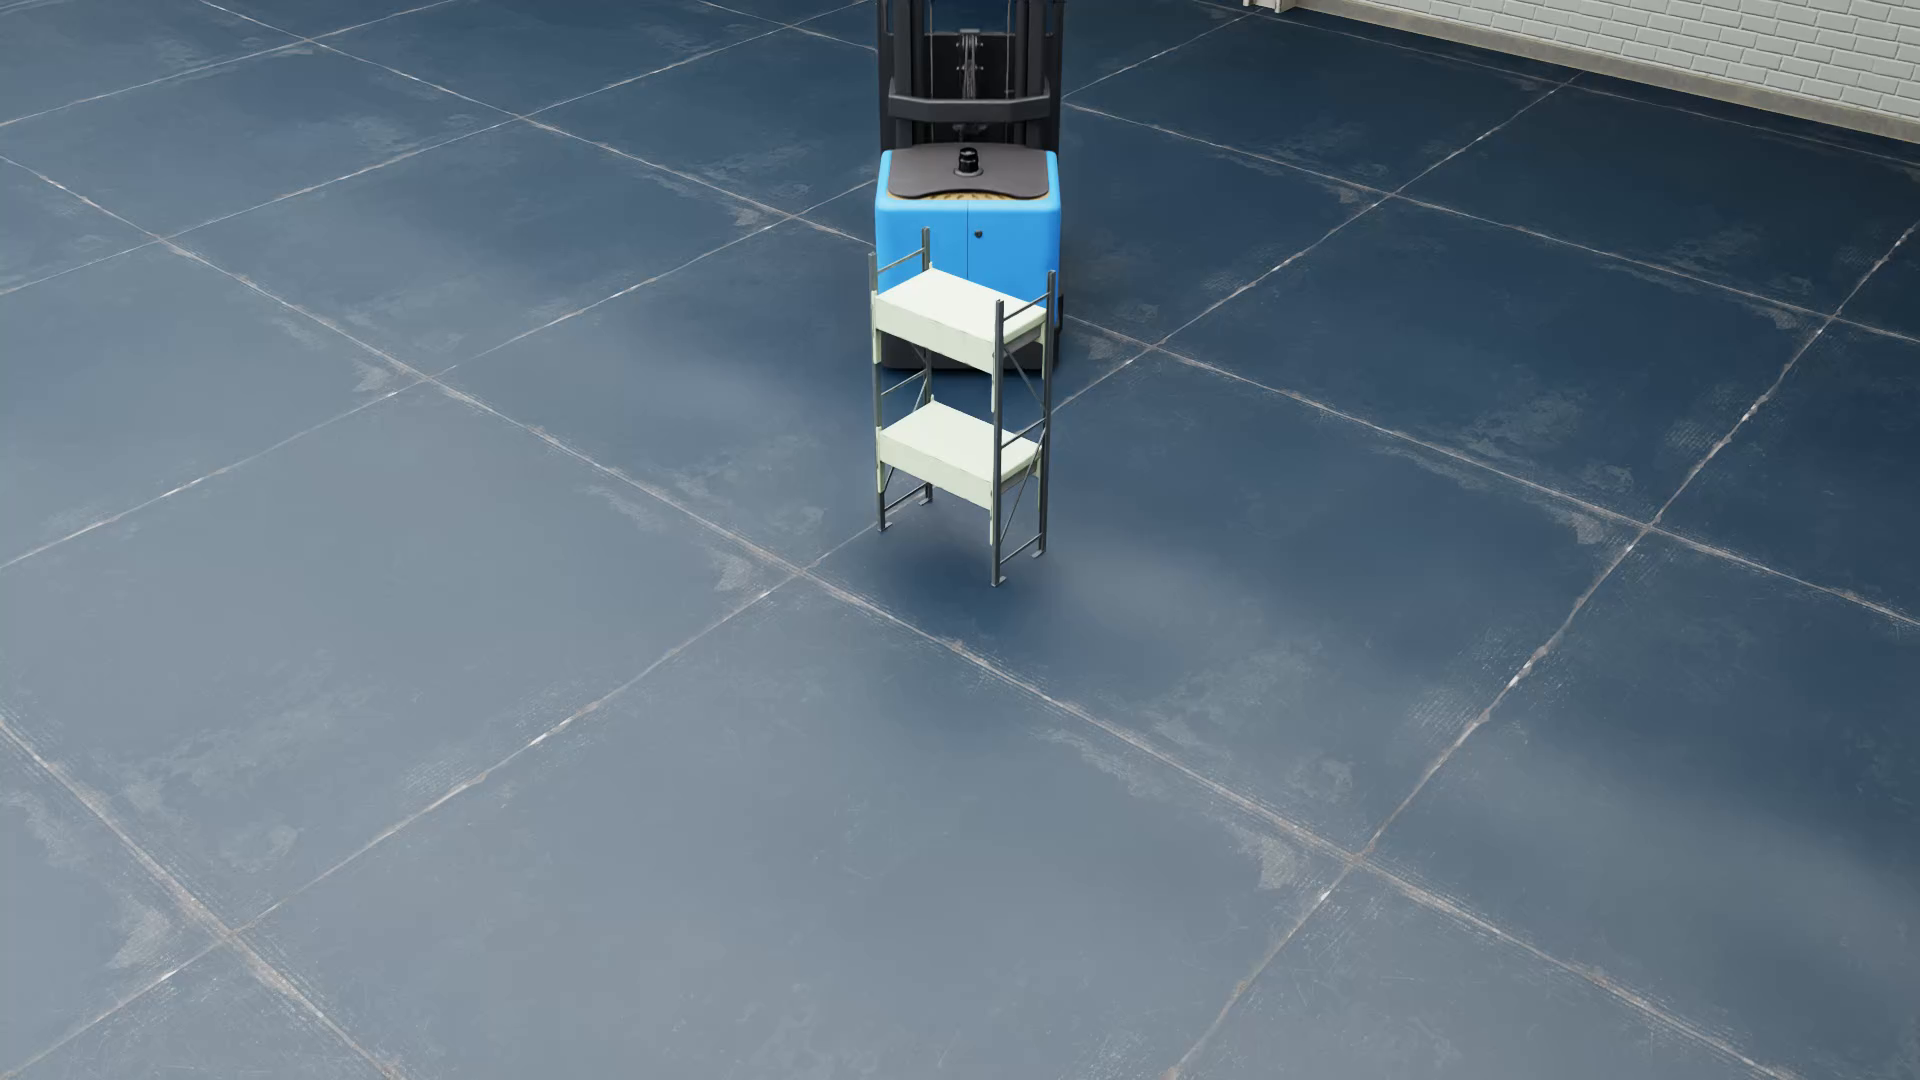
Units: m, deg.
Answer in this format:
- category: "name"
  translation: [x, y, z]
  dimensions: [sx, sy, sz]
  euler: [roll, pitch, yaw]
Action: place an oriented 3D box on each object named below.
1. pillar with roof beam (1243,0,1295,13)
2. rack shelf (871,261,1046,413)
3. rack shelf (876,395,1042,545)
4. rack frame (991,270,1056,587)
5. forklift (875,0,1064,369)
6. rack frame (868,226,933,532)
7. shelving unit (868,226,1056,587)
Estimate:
- category: "pillar with roof beam"
  translation: [0.135, -6.826, 10.241]
  dimensions: [0.400, 9.000, 9.100]
  euler: [25, 42, 32]
- category: "rack shelf"
  translation: [0.005, -0.938, 7.601]
  dimensions: [0.720, 0.370, 0.431]
  euler: [25, 42, 32]
- category: "rack shelf"
  translation: [0.005, -0.347, 8.006]
  dimensions: [0.720, 0.370, 0.431]
  euler: [25, 42, 32]
- category: "rack frame"
  translation: [0.286, -0.483, 7.629]
  dimensions: [0.023, 1.500, 0.400]
  euler: [25, 42, 32]
- category: "forklift"
  translation: [0.062, -2.990, 10.014]
  dimensions: [1.130, 2.935, 3.031]
  euler: [0, 34, 1]
- category: "rack frame"
  translation: [-0.276, -0.748, 8.015]
  dimensions: [0.023, 1.500, 0.400]
  euler: [25, 42, 32]
- category: "shelving unit"
  translation: [0.005, -0.616, 7.822]
  dimensions: [0.755, 1.500, 0.431]
  euler: [25, 42, 32]
